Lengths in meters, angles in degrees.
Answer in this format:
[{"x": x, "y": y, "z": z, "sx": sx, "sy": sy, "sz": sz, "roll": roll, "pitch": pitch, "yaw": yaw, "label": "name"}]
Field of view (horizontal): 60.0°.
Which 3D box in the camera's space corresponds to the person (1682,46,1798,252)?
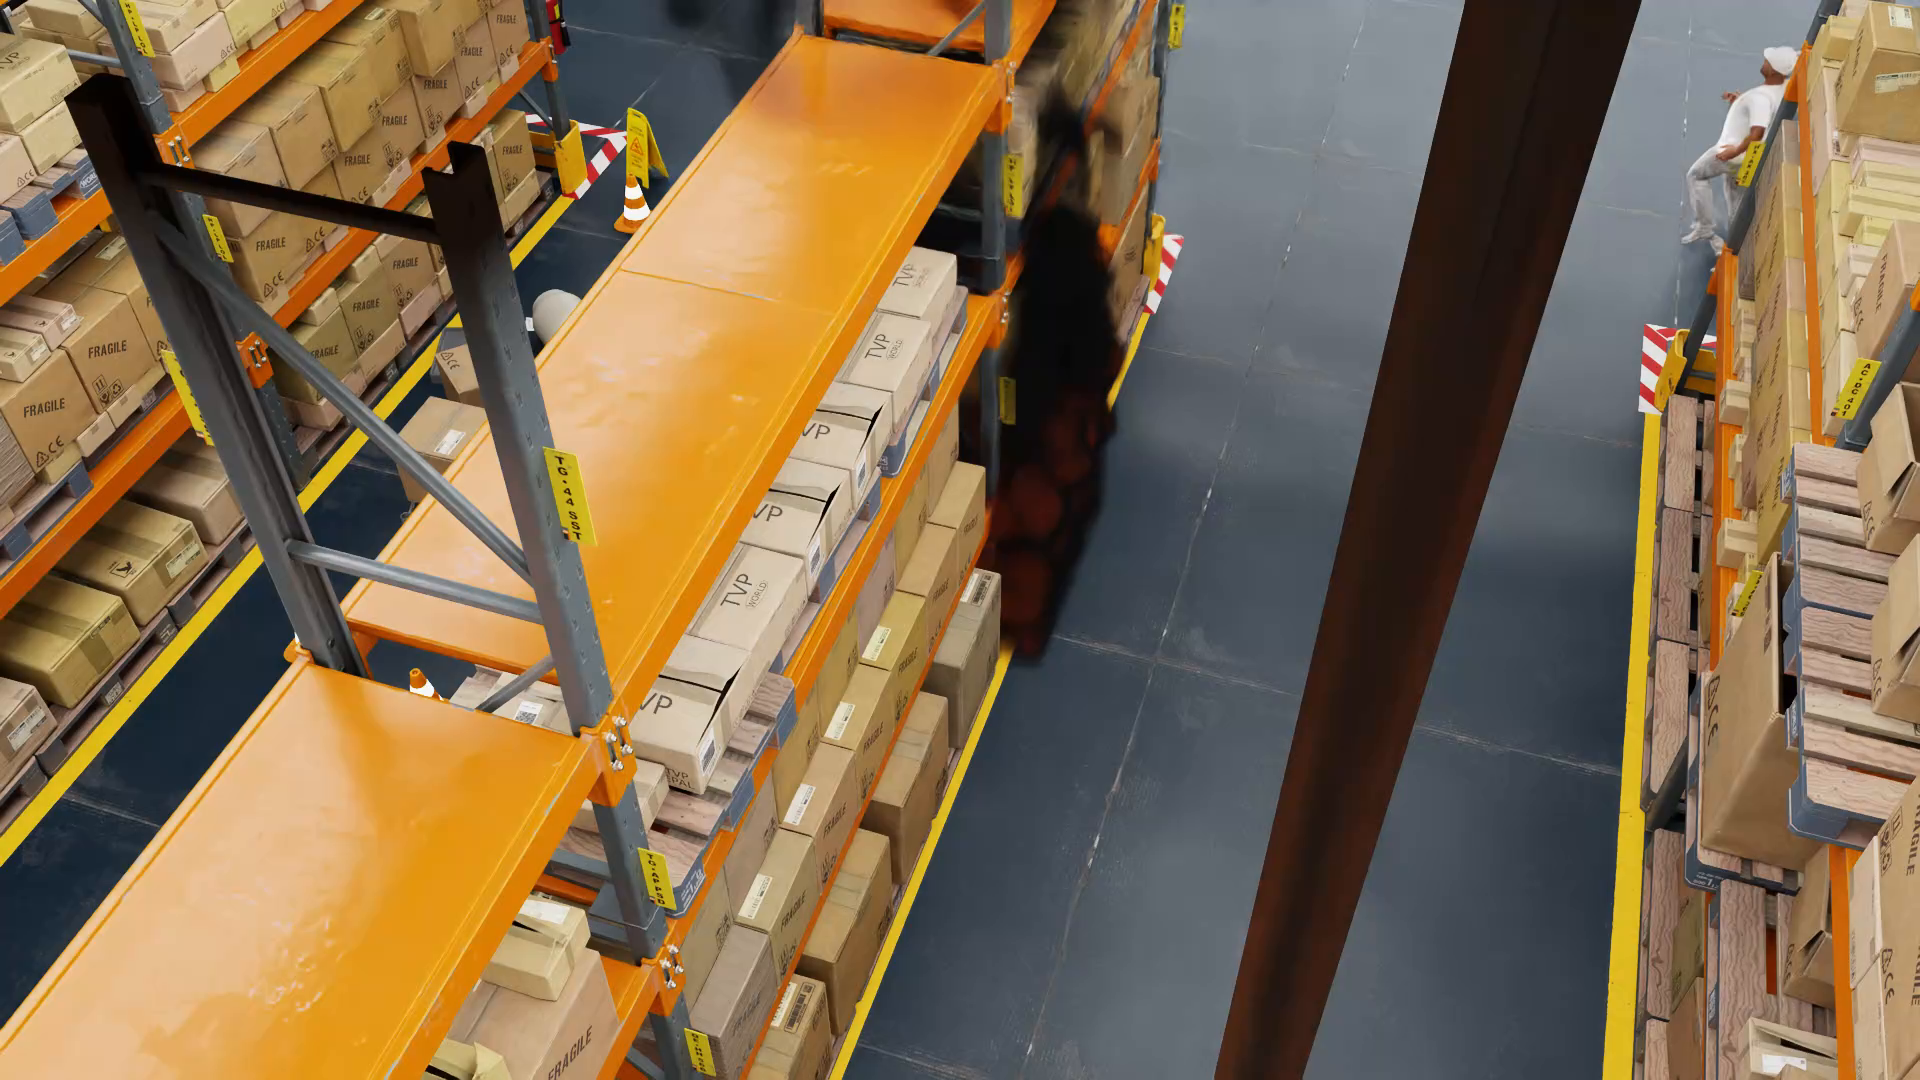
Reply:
[{"x": 6.017, "y": -3.000, "z": 12.843, "sx": 0.677, "sy": 1.788, "sz": 0.700, "roll": -19, "pitch": 49, "yaw": -18, "label": "person"}]
